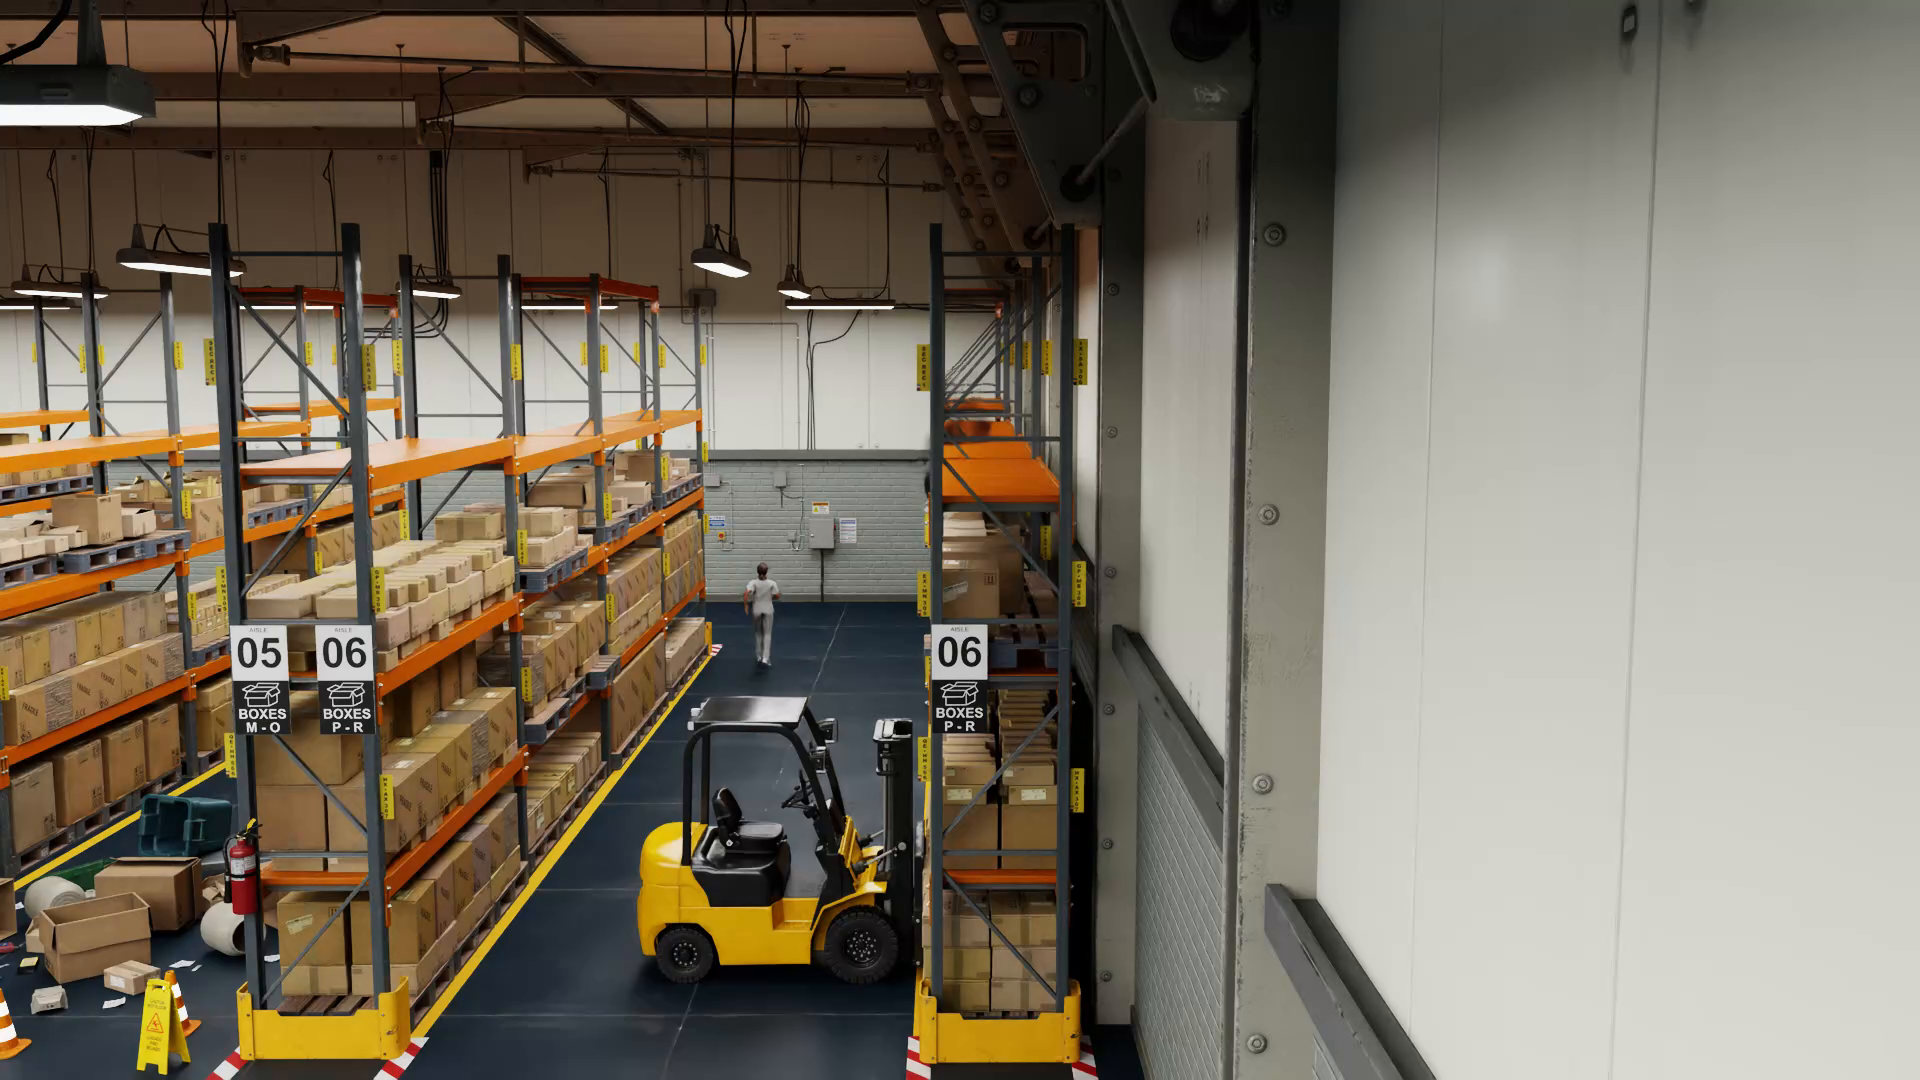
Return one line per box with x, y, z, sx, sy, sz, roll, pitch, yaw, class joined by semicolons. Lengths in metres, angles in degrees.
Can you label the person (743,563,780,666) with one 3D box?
-3.172;1.235;26.660;0.578;1.730;0.774;0;7;-3;person
